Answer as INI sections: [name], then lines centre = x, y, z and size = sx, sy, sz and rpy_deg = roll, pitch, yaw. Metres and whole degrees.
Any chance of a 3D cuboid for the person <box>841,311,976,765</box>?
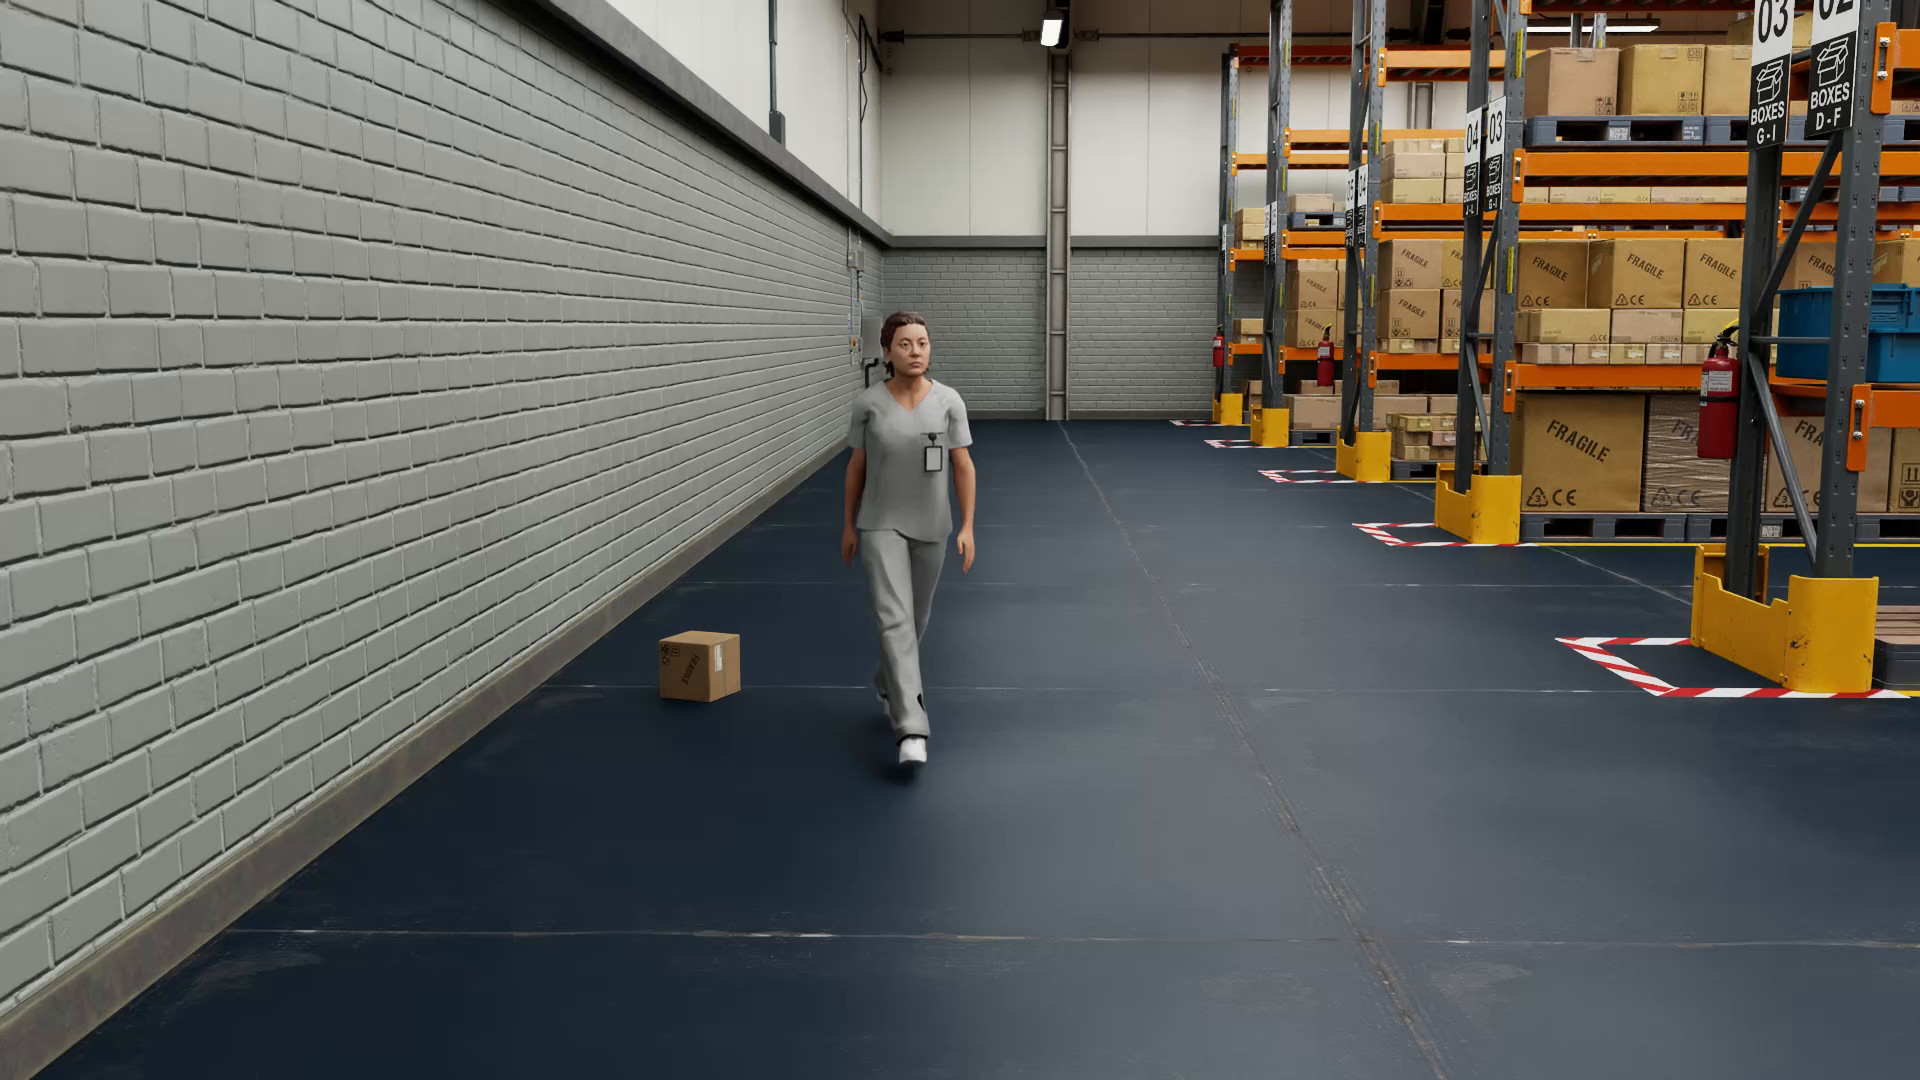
[person]
centre = -0.183, -0.038, 6.154
size = 0.467, 1.607, 1.056
rpy_deg = -2, 8, -14
